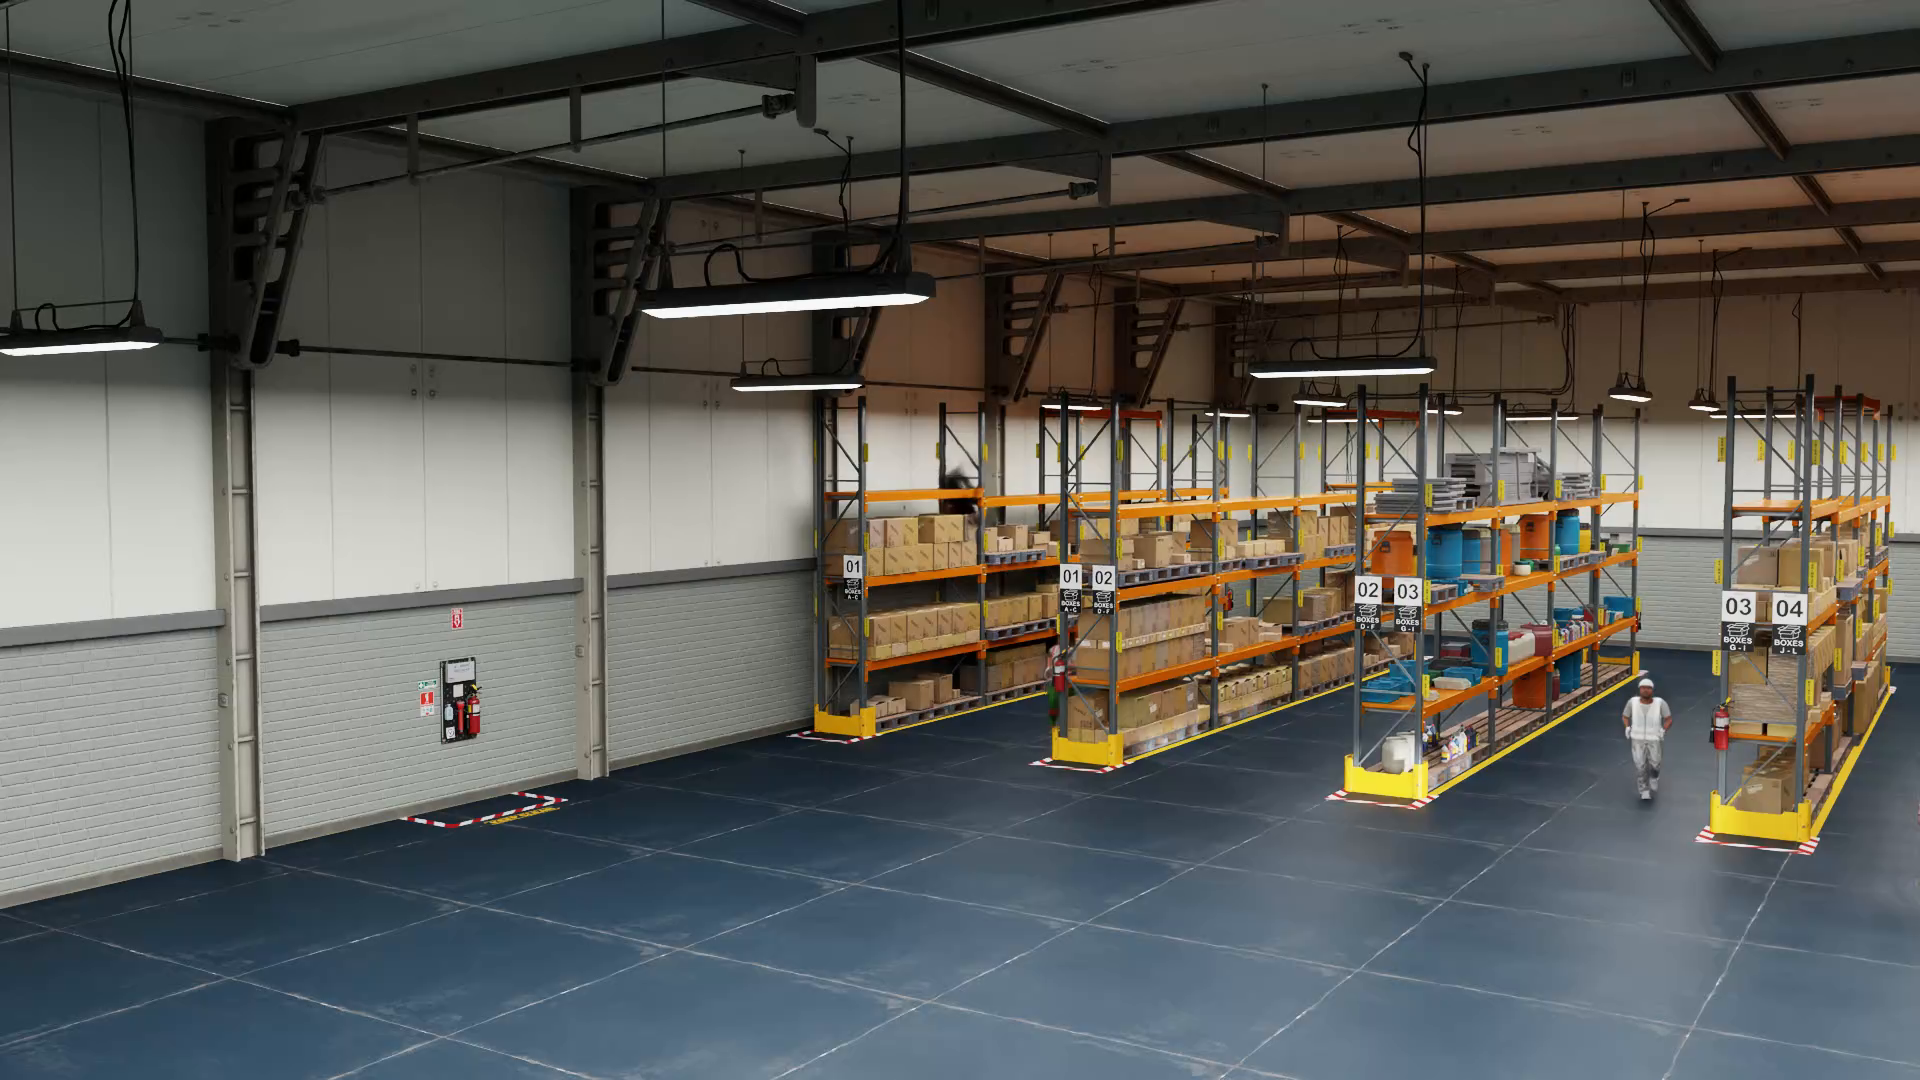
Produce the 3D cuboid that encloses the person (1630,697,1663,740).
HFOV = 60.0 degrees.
[{"bbox_3d":[13.282,3.400,14.356,8.324,1.756,19.453,0,3,3],"label":"person"}]

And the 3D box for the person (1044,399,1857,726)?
[{"bbox_3d":[9.287,0.387,30.464,14.118,5.778,7.456,1,3,20],"label":"person"}]

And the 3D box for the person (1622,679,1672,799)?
[{"bbox_3d":[9.913,2.869,24.032,0.665,1.736,0.590,1,3,26],"label":"person"}]
